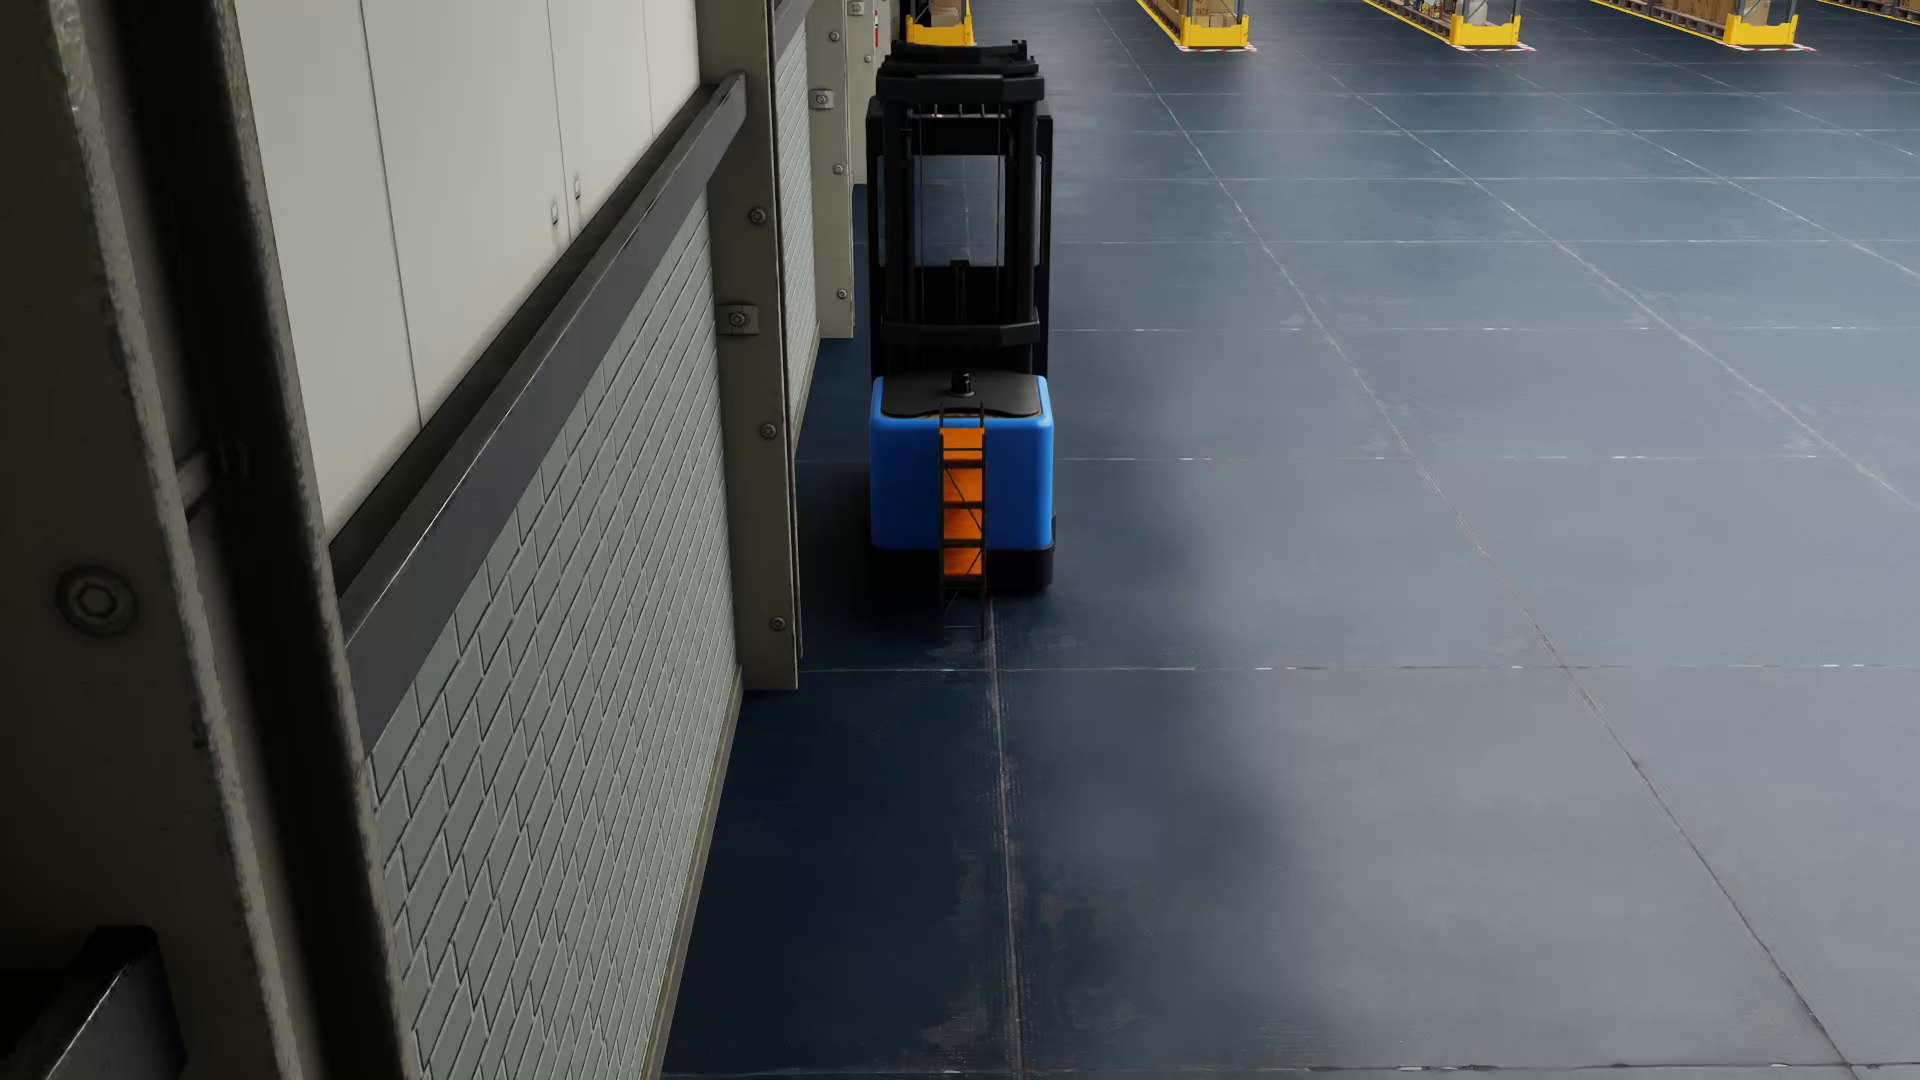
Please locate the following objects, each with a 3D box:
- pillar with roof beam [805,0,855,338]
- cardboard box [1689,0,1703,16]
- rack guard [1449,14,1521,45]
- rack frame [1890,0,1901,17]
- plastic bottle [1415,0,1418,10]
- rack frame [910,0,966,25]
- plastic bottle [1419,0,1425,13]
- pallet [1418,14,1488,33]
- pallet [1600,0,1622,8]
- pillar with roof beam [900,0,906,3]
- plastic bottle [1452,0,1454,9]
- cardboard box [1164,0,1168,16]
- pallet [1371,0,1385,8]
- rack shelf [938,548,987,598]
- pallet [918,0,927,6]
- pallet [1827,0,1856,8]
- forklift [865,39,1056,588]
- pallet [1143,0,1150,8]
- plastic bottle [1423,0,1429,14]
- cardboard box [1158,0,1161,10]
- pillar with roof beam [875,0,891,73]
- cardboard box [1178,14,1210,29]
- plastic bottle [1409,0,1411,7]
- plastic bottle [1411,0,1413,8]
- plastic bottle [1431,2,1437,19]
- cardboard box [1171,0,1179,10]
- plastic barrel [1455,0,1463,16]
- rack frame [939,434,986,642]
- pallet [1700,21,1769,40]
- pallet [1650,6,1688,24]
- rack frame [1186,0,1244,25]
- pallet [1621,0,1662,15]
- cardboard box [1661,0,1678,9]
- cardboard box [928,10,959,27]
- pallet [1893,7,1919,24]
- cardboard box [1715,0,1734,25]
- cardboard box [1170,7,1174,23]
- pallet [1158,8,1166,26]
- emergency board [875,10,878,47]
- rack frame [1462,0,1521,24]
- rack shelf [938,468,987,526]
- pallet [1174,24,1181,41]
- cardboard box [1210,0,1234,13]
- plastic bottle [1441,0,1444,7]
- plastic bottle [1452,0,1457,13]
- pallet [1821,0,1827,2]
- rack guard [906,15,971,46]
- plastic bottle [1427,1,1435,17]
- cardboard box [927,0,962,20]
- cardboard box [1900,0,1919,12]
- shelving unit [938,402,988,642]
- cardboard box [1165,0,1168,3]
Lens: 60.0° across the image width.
[{"bbox_3d":[3.243,-5.904,12.384,9.100,9.000,0.400,0,24,-1],"label":"pillar with roof beam"},{"bbox_3d":[14.494,-10.395,32.117,0.500,0.500,0.500,-2,24,-5],"label":"cardboard box"},{"bbox_3d":[9.473,-9.221,30.030,1.175,0.500,0.348,0,24,-1],"label":"rack guard"},{"bbox_3d":[19.391,-11.980,33.097,1.000,3.000,0.127,0,24,-1],"label":"rack frame"},{"bbox_3d":[9.071,-10.636,32.807,0.144,0.351,0.185,0,24,1],"label":"plastic bottle"},{"bbox_3d":[-0.385,-10.284,29.348,1.000,3.000,0.127,0,24,-1],"label":"rack frame"},{"bbox_3d":[9.033,-10.459,32.498,0.061,0.283,0.133,1,24,2],"label":"plastic bottle"},{"bbox_3d":[9.459,-9.925,31.939,1.003,0.211,1.213,0,24,-1],"label":"pallet"},{"bbox_3d":[14.404,-11.553,35.538,1.003,0.211,1.213,0,24,-1],"label":"pallet"},{"bbox_3d":[2.981,-15.794,34.250,9.100,9.000,0.400,0,24,-1],"label":"pillar with roof beam"},{"bbox_3d":[9.775,-10.627,32.787,0.144,0.351,0.185,-1,24,-3],"label":"plastic bottle"},{"bbox_3d":[4.227,-10.290,32.188,0.500,0.250,0.500,0,24,-1],"label":"cardboard box"},{"bbox_3d":[9.414,-11.534,35.495,1.003,0.211,1.213,0,24,-1],"label":"pallet"},{"bbox_3d":[0.012,0.145,9.118,0.258,0.148,0.480,0,24,-1],"label":"rack shelf"},{"bbox_3d":[-0.439,-10.982,34.276,1.003,0.211,1.213,0,24,-1],"label":"pallet"},{"bbox_3d":[19.291,-11.531,35.489,1.003,0.211,1.213,0,24,-1],"label":"pallet"},{"bbox_3d":[-0.007,-1.619,10.274,1.130,2.935,3.031,0,24,-1],"label":"forklift"},{"bbox_3d":[4.461,-11.493,35.405,1.003,0.211,1.213,0,24,-1],"label":"pallet"},{"bbox_3d":[9.078,-10.383,32.247,0.144,0.351,0.185,0,24,-1],"label":"plastic bottle"},{"bbox_3d":[4.226,-10.702,33.100,0.500,0.250,0.500,0,24,-1],"label":"cardboard box"},{"bbox_3d":[3.112,-10.849,23.317,9.100,9.000,0.400,0,24,-1],"label":"pillar with roof beam"},{"bbox_3d":[4.267,-9.466,30.366,0.500,0.250,0.500,0,24,-1],"label":"cardboard box"},{"bbox_3d":[9.043,-10.801,33.268,0.097,0.271,0.097,0,24,0],"label":"plastic bottle"},{"bbox_3d":[9.045,-10.685,33.097,0.097,0.201,0.097,0,24,0],"label":"plastic bottle"},{"bbox_3d":[9.043,-10.094,31.691,0.061,0.283,0.133,0,24,1],"label":"plastic bottle"},{"bbox_3d":[4.239,-10.220,31.123,0.500,0.500,0.500,0,24,-1],"label":"cardboard box"},{"bbox_3d":[9.432,-9.864,30.928,0.421,0.512,0.421,0,24,0],"label":"plastic barrel"},{"bbox_3d":[0.014,0.003,8.787,0.240,1.200,0.015,0,24,-1],"label":"rack frame"},{"bbox_3d":[14.499,-9.446,30.880,1.003,0.211,1.213,0,24,-1],"label":"pallet"},{"bbox_3d":[14.473,-10.452,33.103,1.003,0.211,1.213,0,24,-1],"label":"pallet"},{"bbox_3d":[4.568,-10.308,29.401,1.000,3.000,0.127,0,24,-1],"label":"rack frame"},{"bbox_3d":[14.420,-11.049,34.424,1.003,0.211,1.213,0,24,-1],"label":"pallet"},{"bbox_3d":[14.394,-10.886,33.204,0.500,0.500,0.500,-1,24,-2],"label":"cardboard box"},{"bbox_3d":[-0.303,-9.545,30.443,0.500,0.311,0.500,-3,25,-7],"label":"cardboard box"},{"bbox_3d":[19.321,-10.395,32.978,1.003,0.211,1.213,0,24,-1],"label":"pallet"},{"bbox_3d":[14.443,-9.907,31.038,0.500,0.500,0.500,6,25,13],"label":"cardboard box"},{"bbox_3d":[4.242,-9.878,31.277,0.500,0.250,0.500,0,24,-1],"label":"cardboard box"},{"bbox_3d":[4.491,-10.358,32.895,1.003,0.211,1.213,0,24,-1],"label":"pallet"},{"bbox_3d":[-1.204,-7.078,22.259,0.194,1.169,0.643,0,24,-1],"label":"emergency board"},{"bbox_3d":[9.521,-10.328,29.447,1.000,3.000,0.127,0,24,-1],"label":"rack frame"},{"bbox_3d":[0.012,-0.240,8.944,0.258,0.148,0.480,0,24,-1],"label":"rack shelf"},{"bbox_3d":[4.518,-9.352,30.672,1.003,0.211,1.213,0,24,-1],"label":"pallet"},{"bbox_3d":[4.777,-10.016,30.673,0.500,0.500,0.500,0,24,-1],"label":"cardboard box"},{"bbox_3d":[9.628,-10.705,32.961,0.144,0.351,0.185,0,24,-1],"label":"plastic bottle"},{"bbox_3d":[9.676,-10.452,32.483,0.061,0.283,0.133,0,24,-1],"label":"plastic bottle"},{"bbox_3d":[19.280,-12.032,36.597,1.003,0.211,1.213,0,24,-1],"label":"pallet"},{"bbox_3d":[-0.386,-9.176,29.932,1.175,0.500,0.348,0,24,-1],"label":"rack guard"},{"bbox_3d":[9.086,-10.204,31.942,0.152,0.276,0.135,-1,24,-2],"label":"plastic bottle"},{"bbox_3d":[-0.267,-10.168,31.592,0.700,0.500,0.500,-2,24,-4],"label":"cardboard box"},{"bbox_3d":[19.328,-10.943,32.875,0.875,0.875,0.875,0,24,0],"label":"cardboard box"},{"bbox_3d":[0.012,-0.097,9.009,0.258,1.200,0.503,0,24,-1],"label":"shelving unit"},{"bbox_3d":[4.227,-10.632,32.034,0.500,0.500,0.500,0,24,-1],"label":"cardboard box"}]
